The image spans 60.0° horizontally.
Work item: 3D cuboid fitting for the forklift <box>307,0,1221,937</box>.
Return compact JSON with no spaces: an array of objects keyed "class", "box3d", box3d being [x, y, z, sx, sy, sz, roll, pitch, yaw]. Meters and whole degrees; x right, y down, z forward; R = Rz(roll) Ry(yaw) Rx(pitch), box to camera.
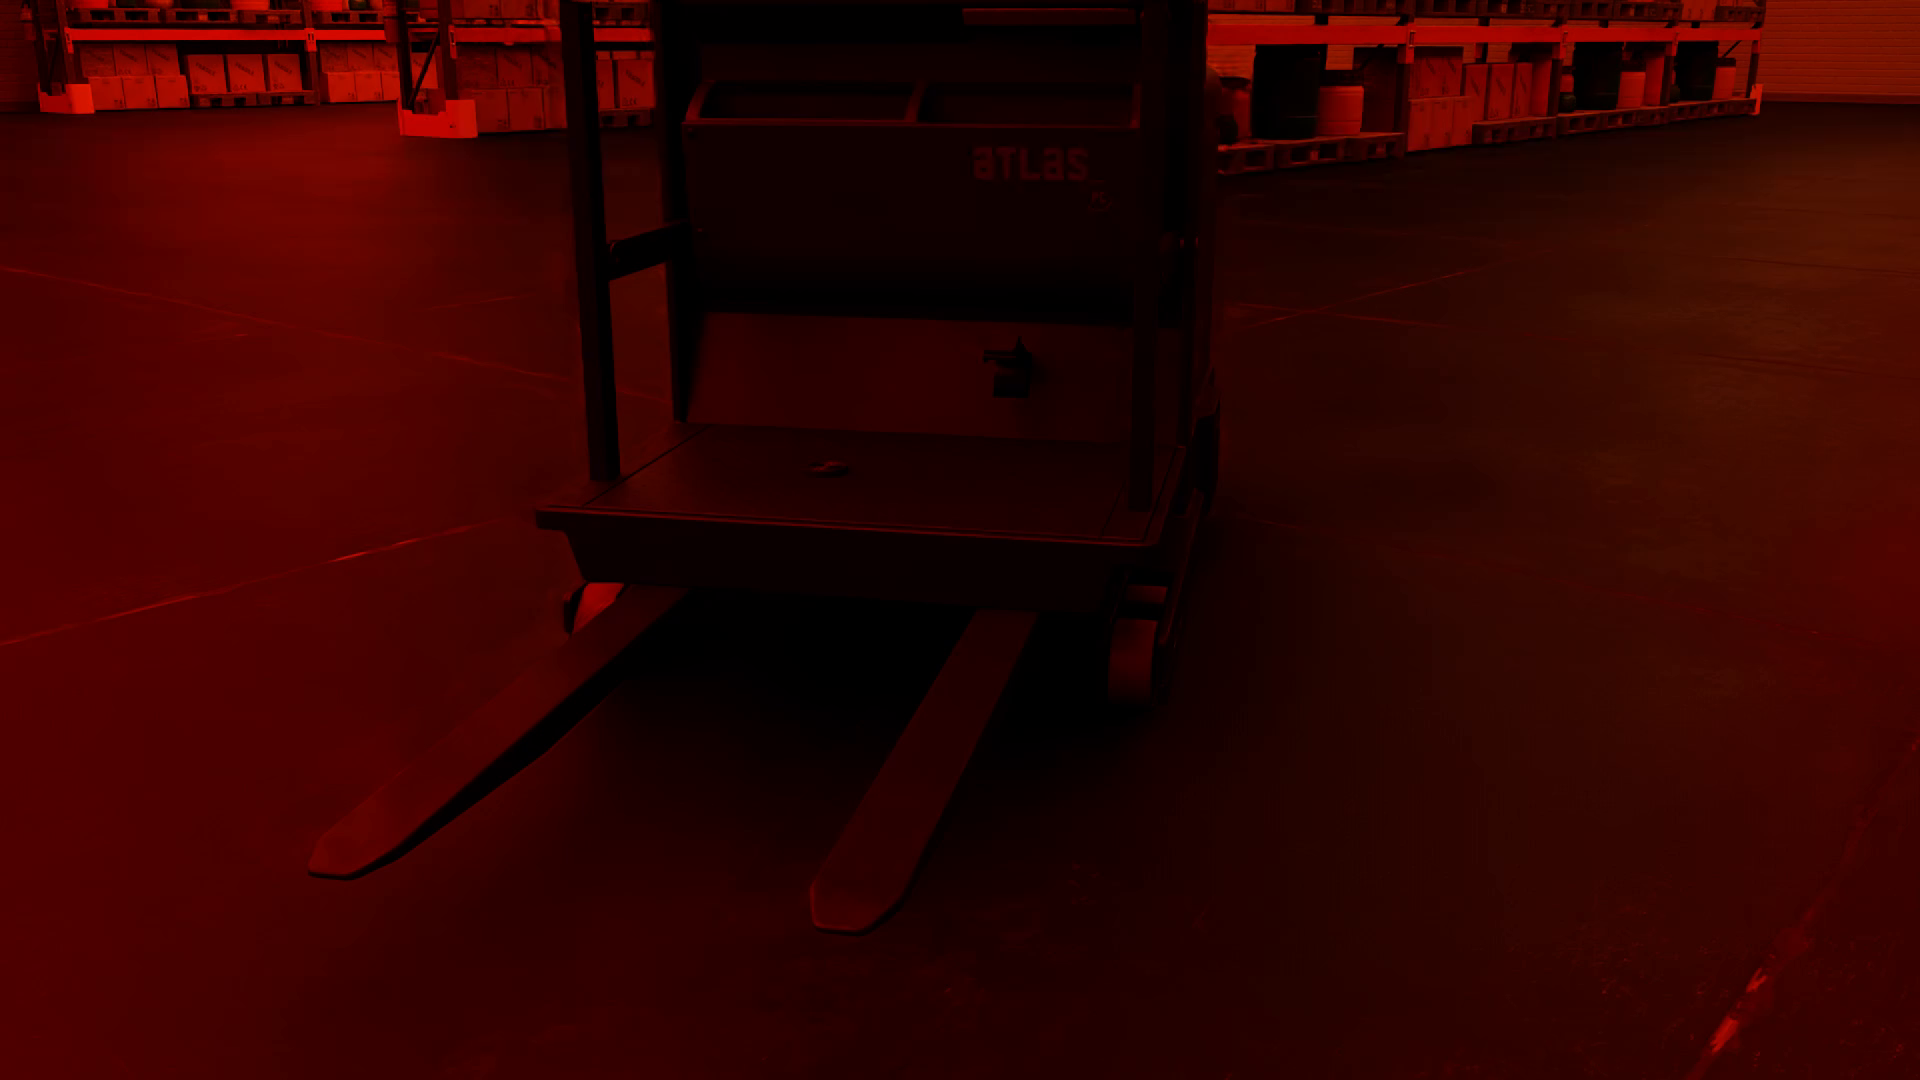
[{"class":"forklift","box3d":[-0.119,-1.218,2.908,1.130,2.935,3.031,3,17,11]}]
